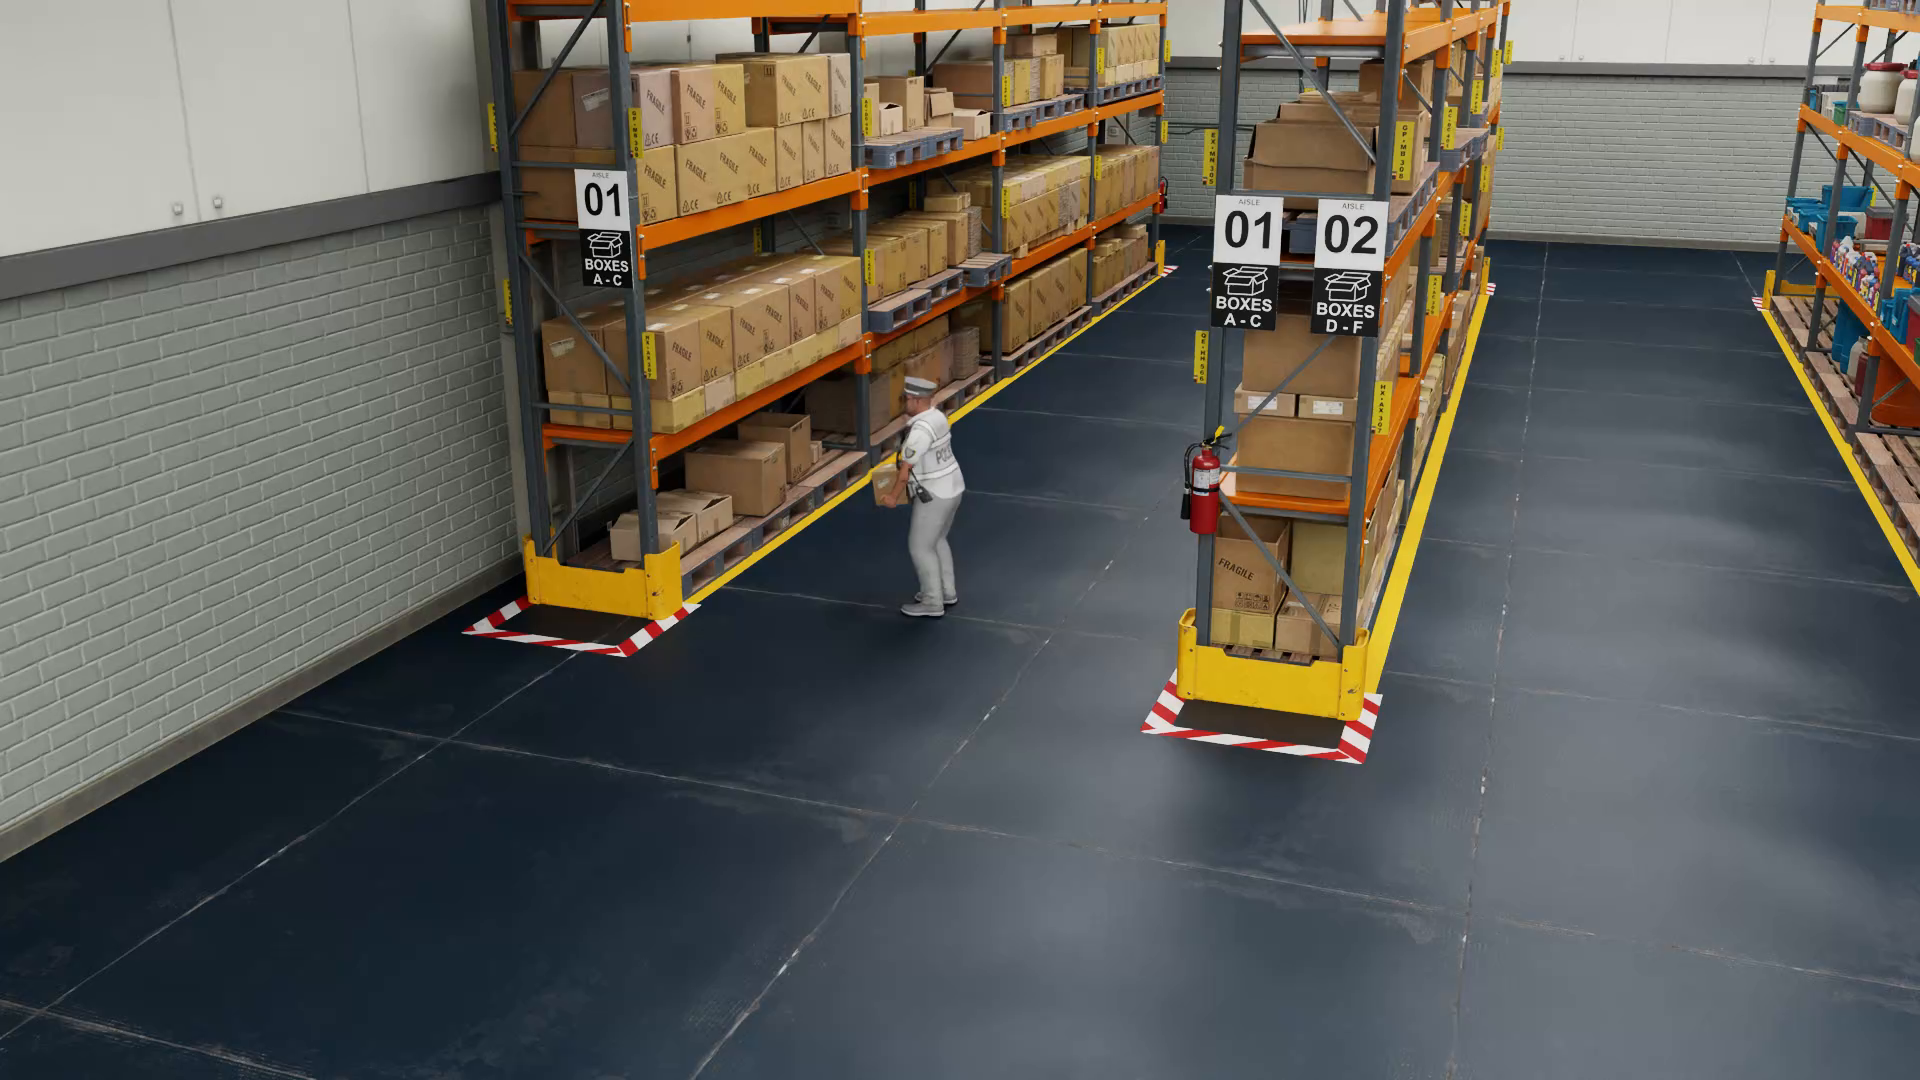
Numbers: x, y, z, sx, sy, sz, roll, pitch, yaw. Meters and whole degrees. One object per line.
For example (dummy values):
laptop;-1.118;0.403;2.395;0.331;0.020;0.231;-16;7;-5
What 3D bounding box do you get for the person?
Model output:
person;-0.277;-0.322;12.029;0.589;1.750;0.487;6;19;17
